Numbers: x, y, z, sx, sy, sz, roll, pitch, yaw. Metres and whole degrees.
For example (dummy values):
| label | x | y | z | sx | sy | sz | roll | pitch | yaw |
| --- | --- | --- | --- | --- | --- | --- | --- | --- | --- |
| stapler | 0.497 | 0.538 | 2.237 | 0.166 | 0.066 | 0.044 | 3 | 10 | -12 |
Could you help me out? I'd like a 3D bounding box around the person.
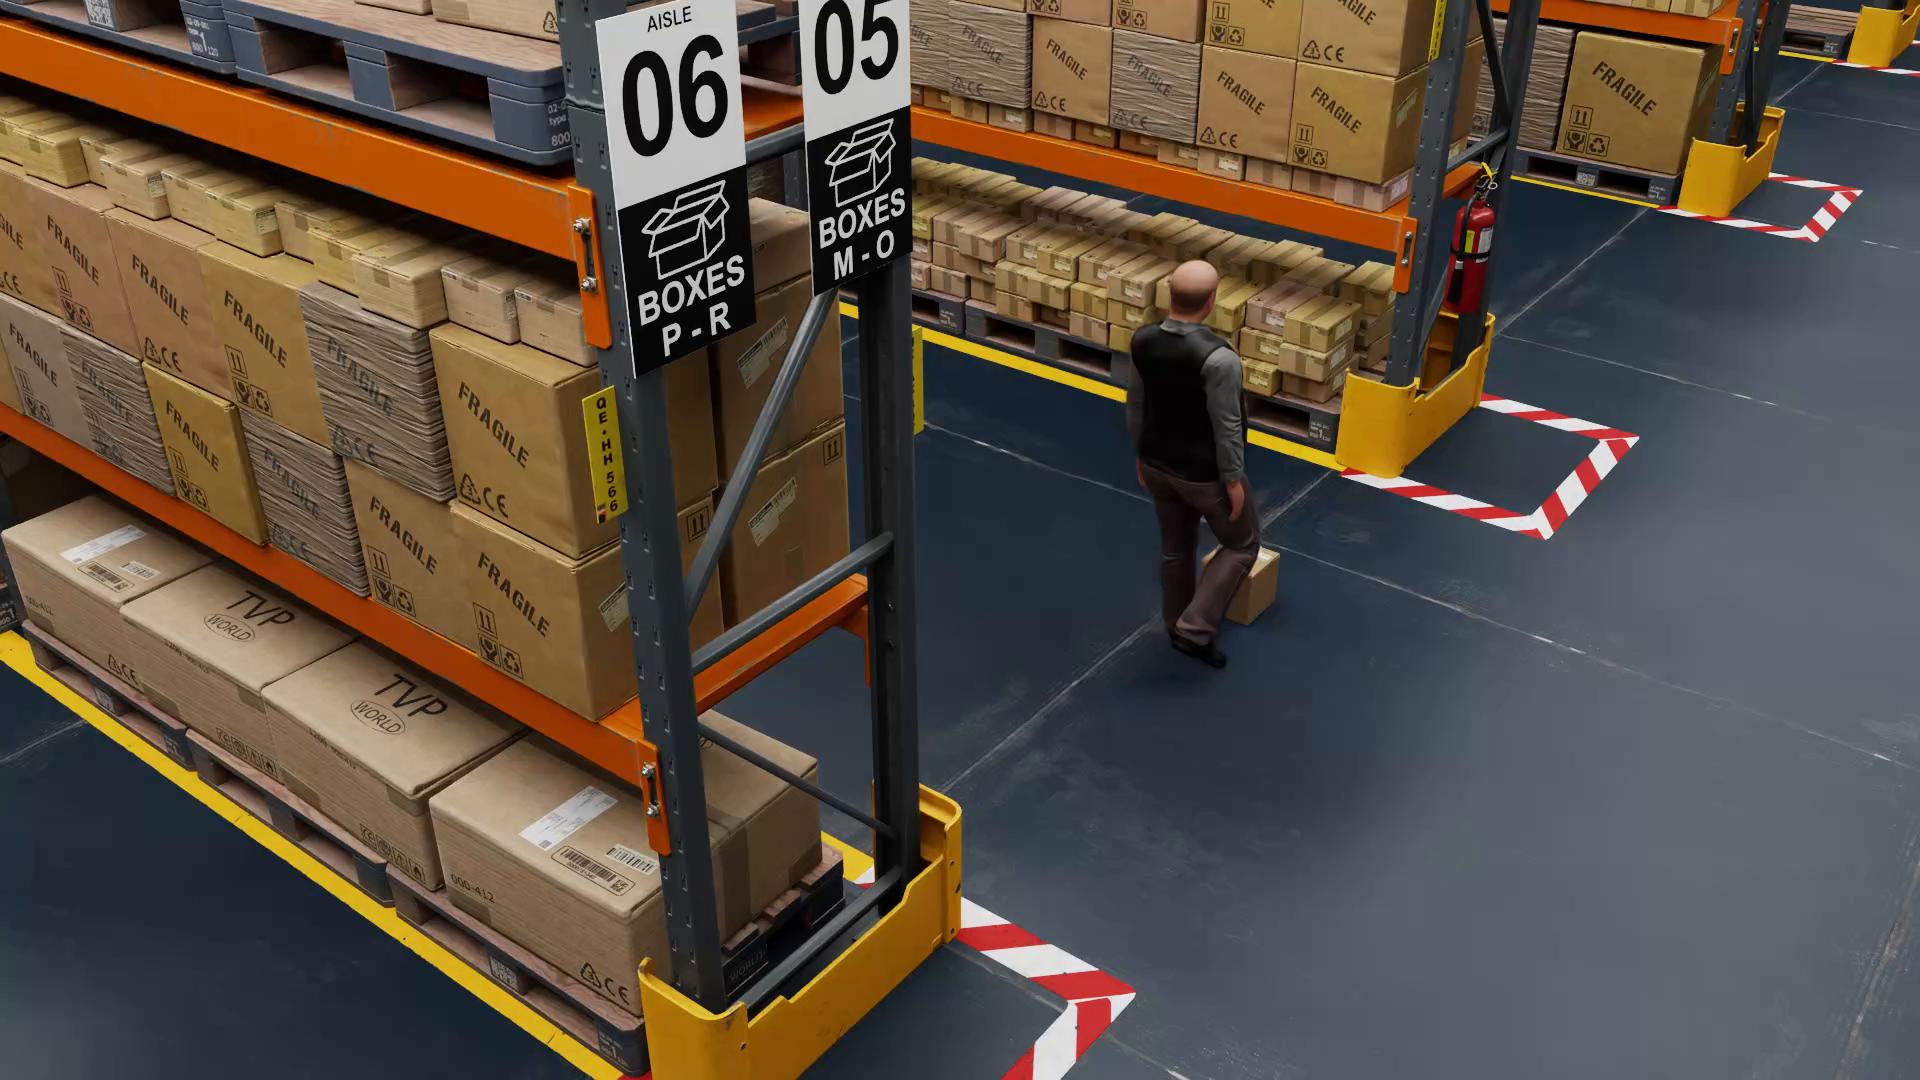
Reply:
| label | x | y | z | sx | sy | sz | roll | pitch | yaw |
| --- | --- | --- | --- | --- | --- | --- | --- | --- | --- |
| person | 0.954 | -0.307 | 6.637 | 0.532 | 1.717 | 0.561 | -26 | 40 | -37 |
